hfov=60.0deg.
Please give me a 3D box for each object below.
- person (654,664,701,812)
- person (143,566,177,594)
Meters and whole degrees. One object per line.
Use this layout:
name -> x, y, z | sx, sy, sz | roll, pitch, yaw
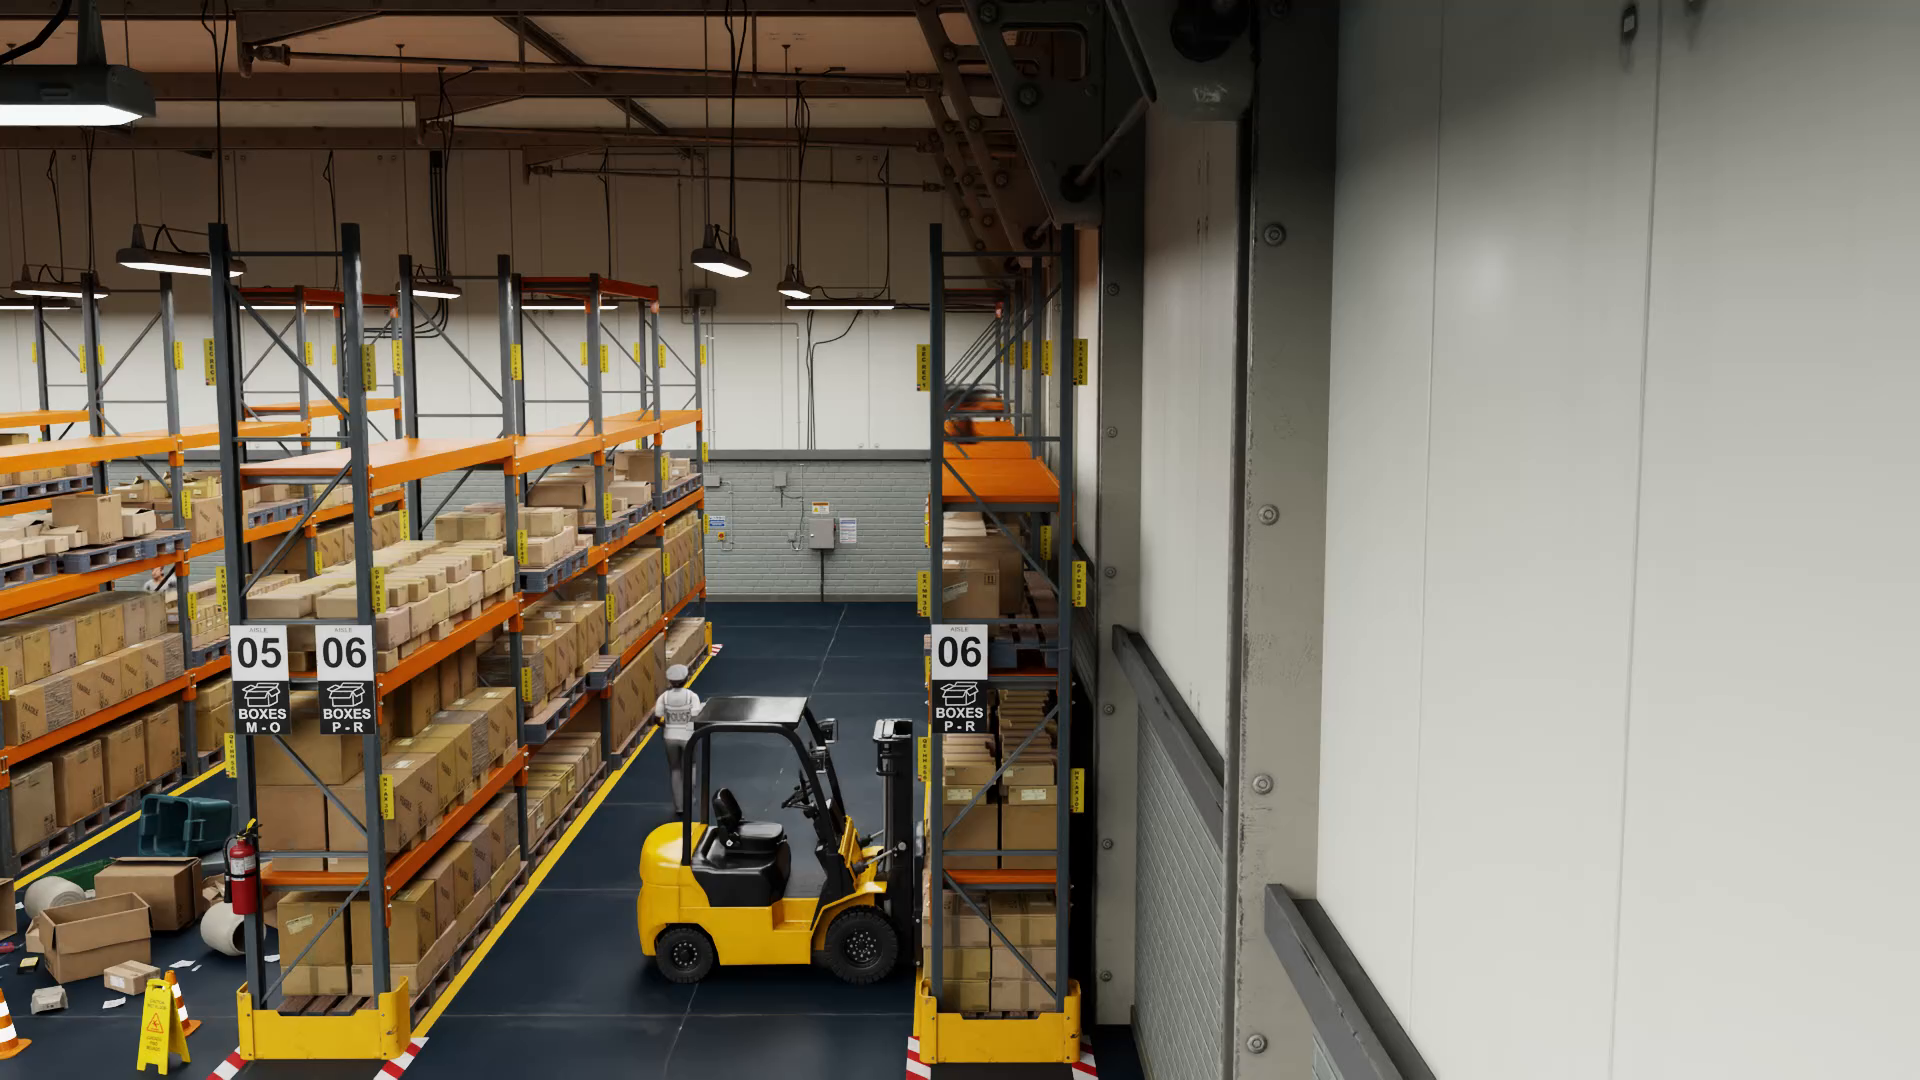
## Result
person -> -3.106, 2.205, 18.486 | 0.575, 1.666, 0.561 | -1, 7, -7
person -> -12.999, 1.195, 27.125 | 0.581, 1.664, 0.919 | -1, 7, -9
